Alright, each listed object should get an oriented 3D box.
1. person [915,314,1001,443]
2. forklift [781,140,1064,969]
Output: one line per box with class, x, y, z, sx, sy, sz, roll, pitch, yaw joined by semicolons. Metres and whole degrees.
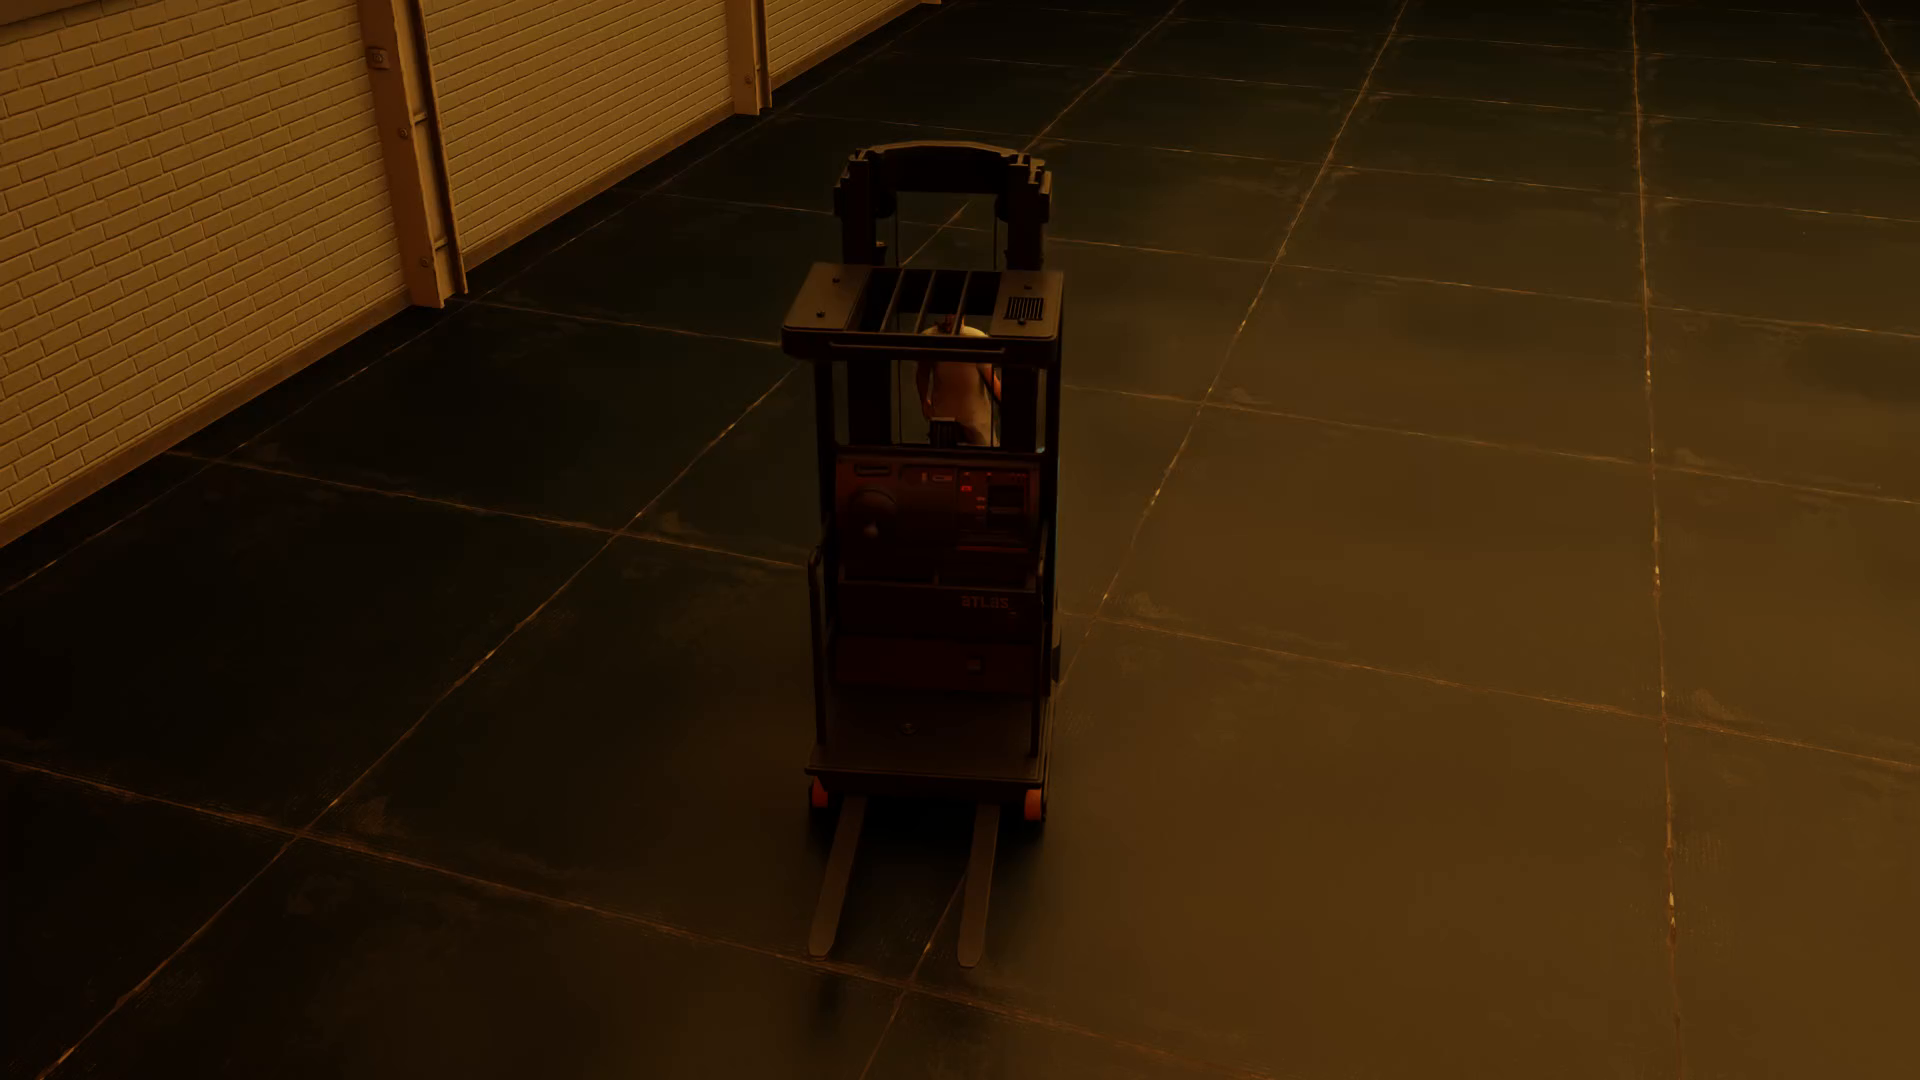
person;0.037;-0.766;9.734;0.549;1.675;0.549;10;31;16
forklift;-0.123;-0.132;7.368;1.130;2.935;3.031;3;30;5
